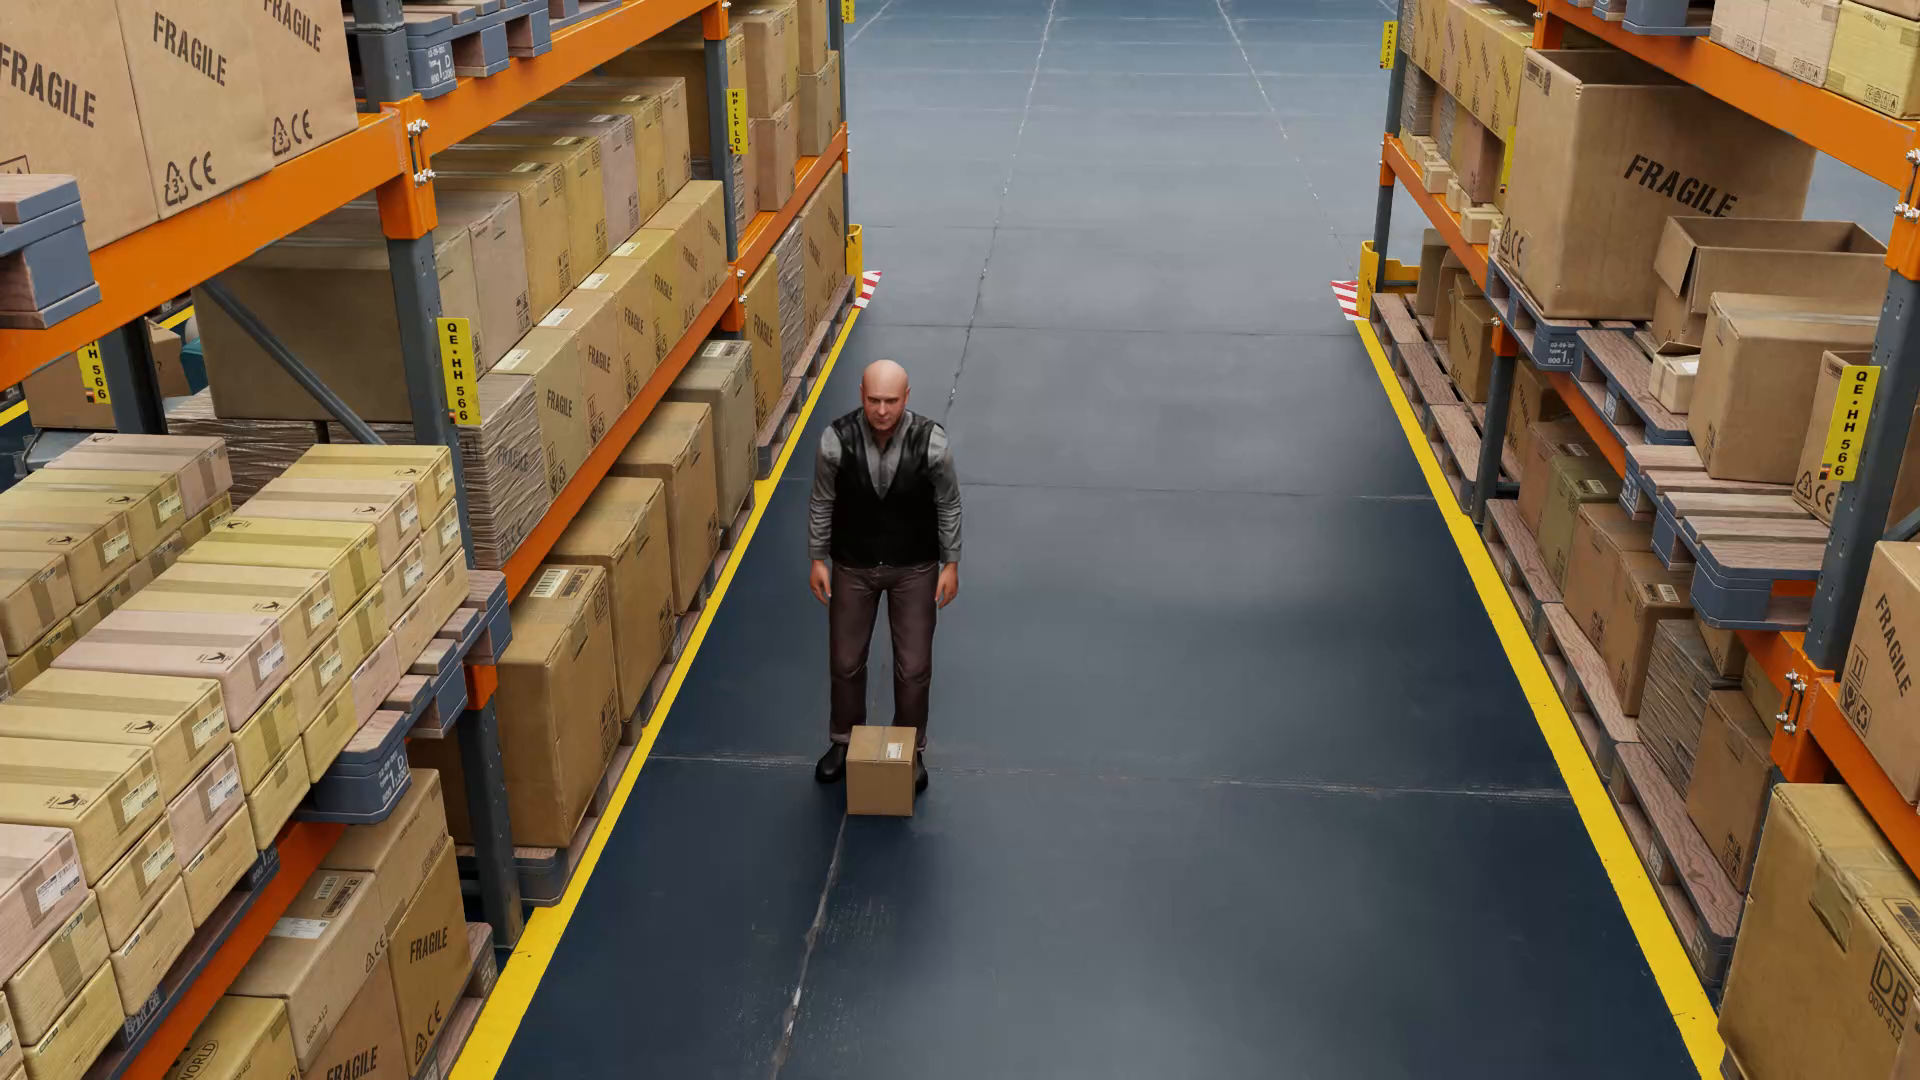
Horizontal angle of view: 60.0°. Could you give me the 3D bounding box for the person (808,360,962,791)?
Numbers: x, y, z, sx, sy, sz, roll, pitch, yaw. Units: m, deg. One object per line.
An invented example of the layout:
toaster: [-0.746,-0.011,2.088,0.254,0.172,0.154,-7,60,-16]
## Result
person: [-0.286,0.119,6.371,0.587,1.721,0.462,1,24,3]
